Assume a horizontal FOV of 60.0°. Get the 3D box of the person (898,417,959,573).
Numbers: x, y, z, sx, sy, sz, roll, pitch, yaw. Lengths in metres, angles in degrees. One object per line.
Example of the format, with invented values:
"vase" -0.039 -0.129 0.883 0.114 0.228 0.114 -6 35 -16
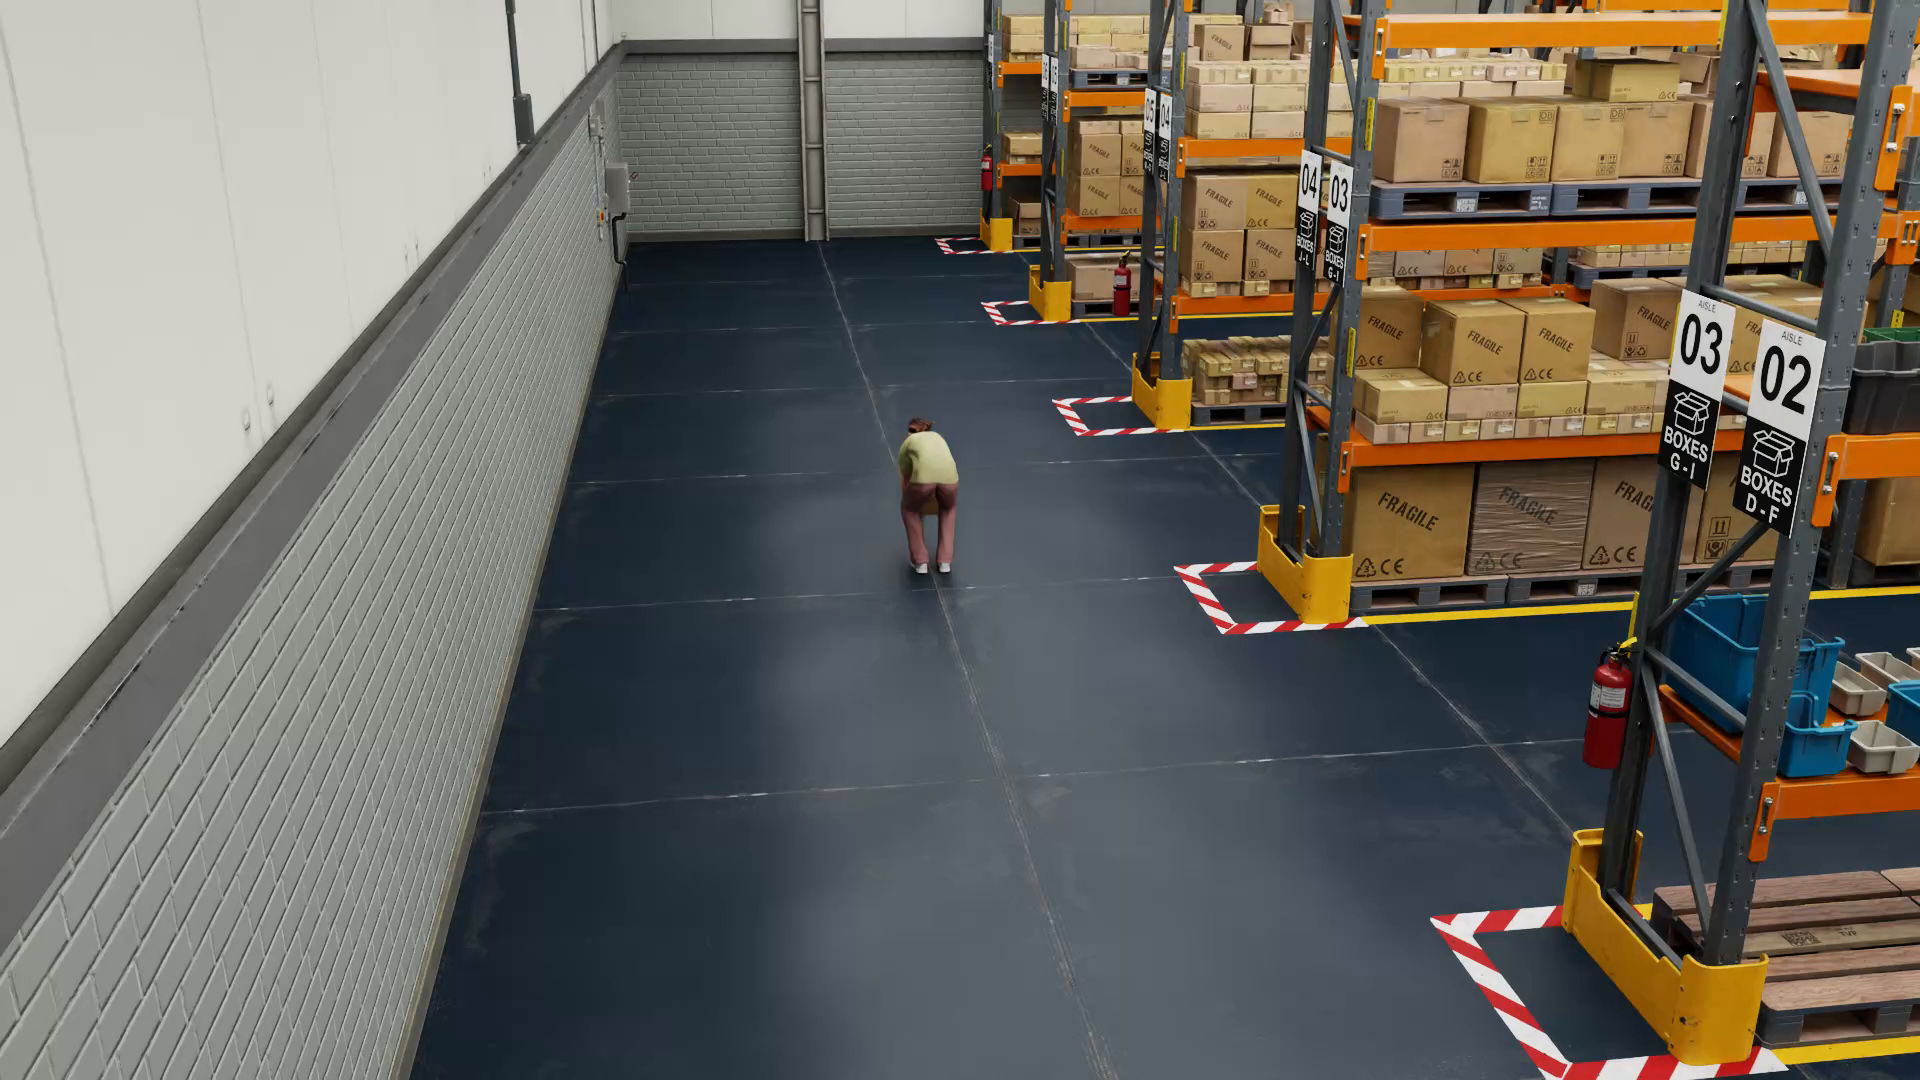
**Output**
"person" -0.249 -0.347 12.854 0.436 1.106 0.859 -4 20 -10
